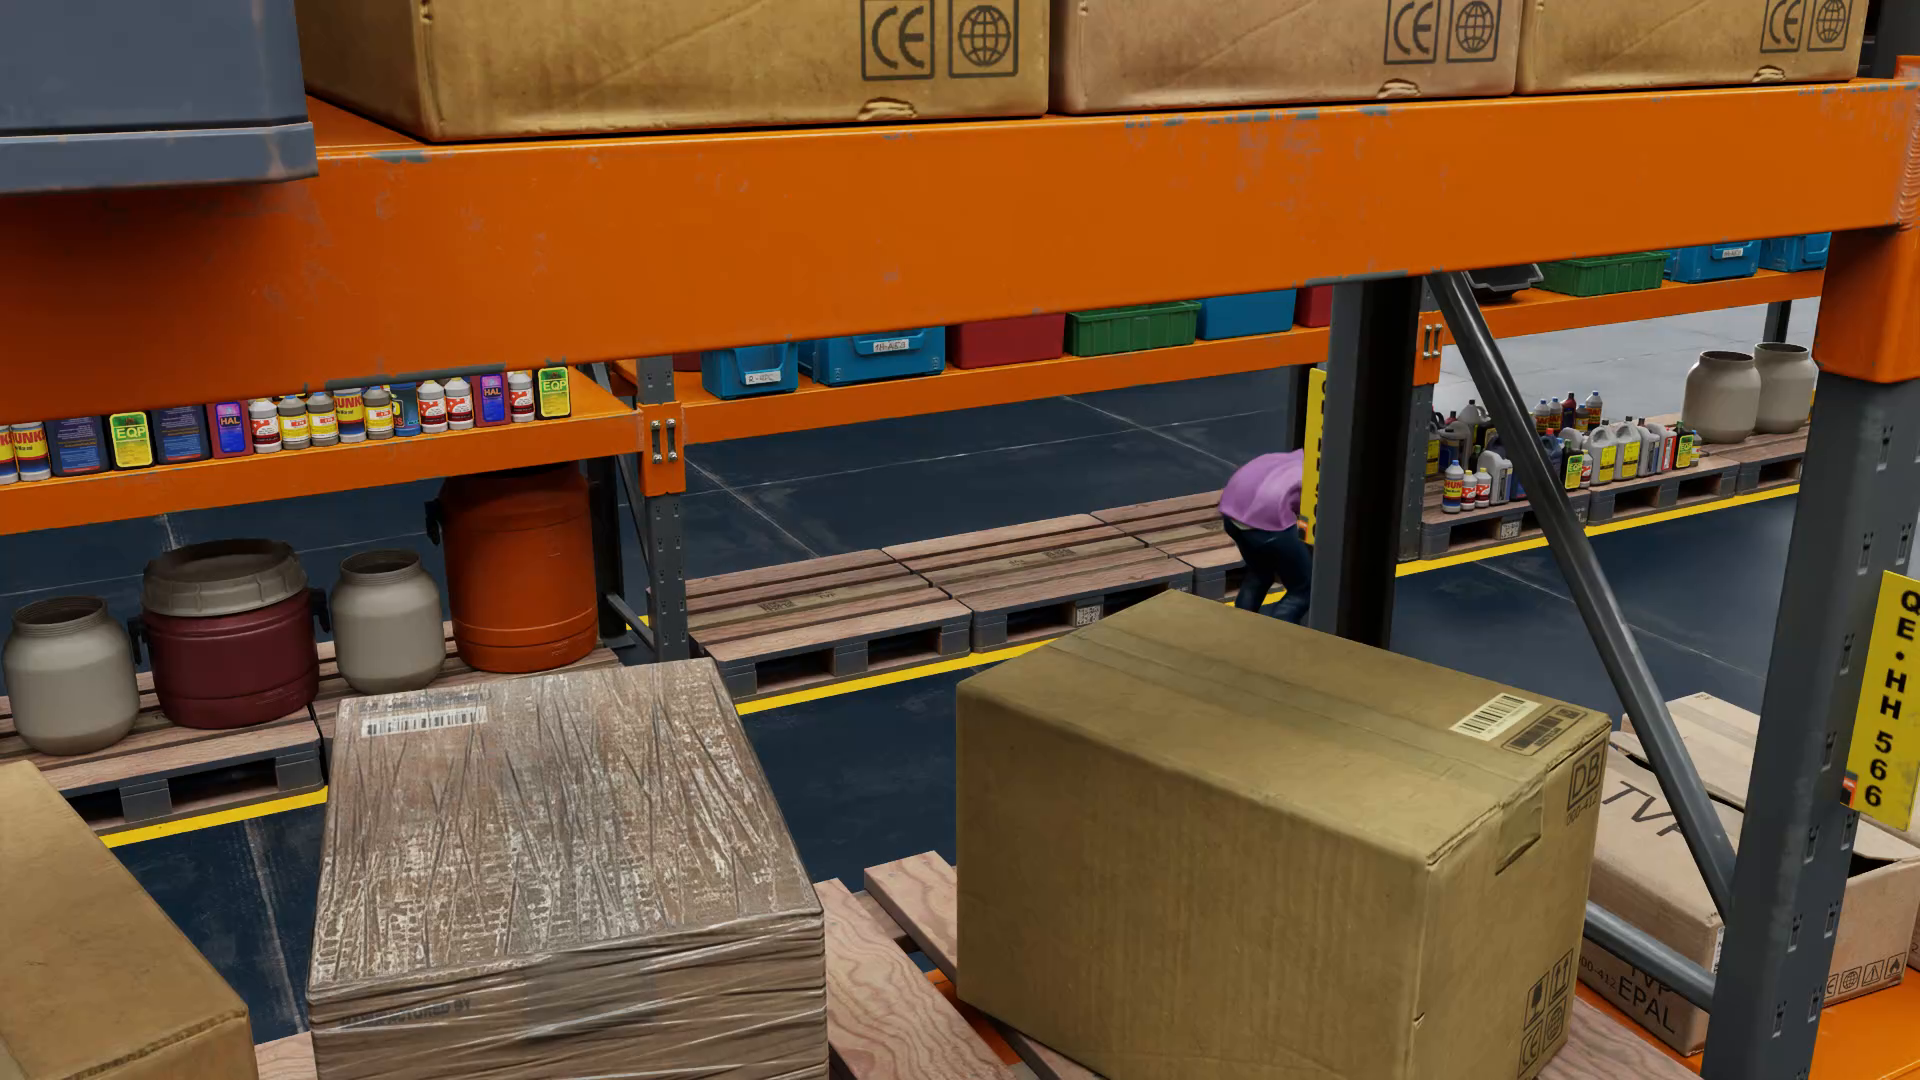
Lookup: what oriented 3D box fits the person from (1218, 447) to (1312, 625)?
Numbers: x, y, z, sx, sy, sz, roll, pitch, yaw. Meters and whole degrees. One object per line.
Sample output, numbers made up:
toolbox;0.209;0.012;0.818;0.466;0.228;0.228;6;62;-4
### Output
person;1.487;0.096;7.156;0.864;1.047;0.390;-11;21;-28
